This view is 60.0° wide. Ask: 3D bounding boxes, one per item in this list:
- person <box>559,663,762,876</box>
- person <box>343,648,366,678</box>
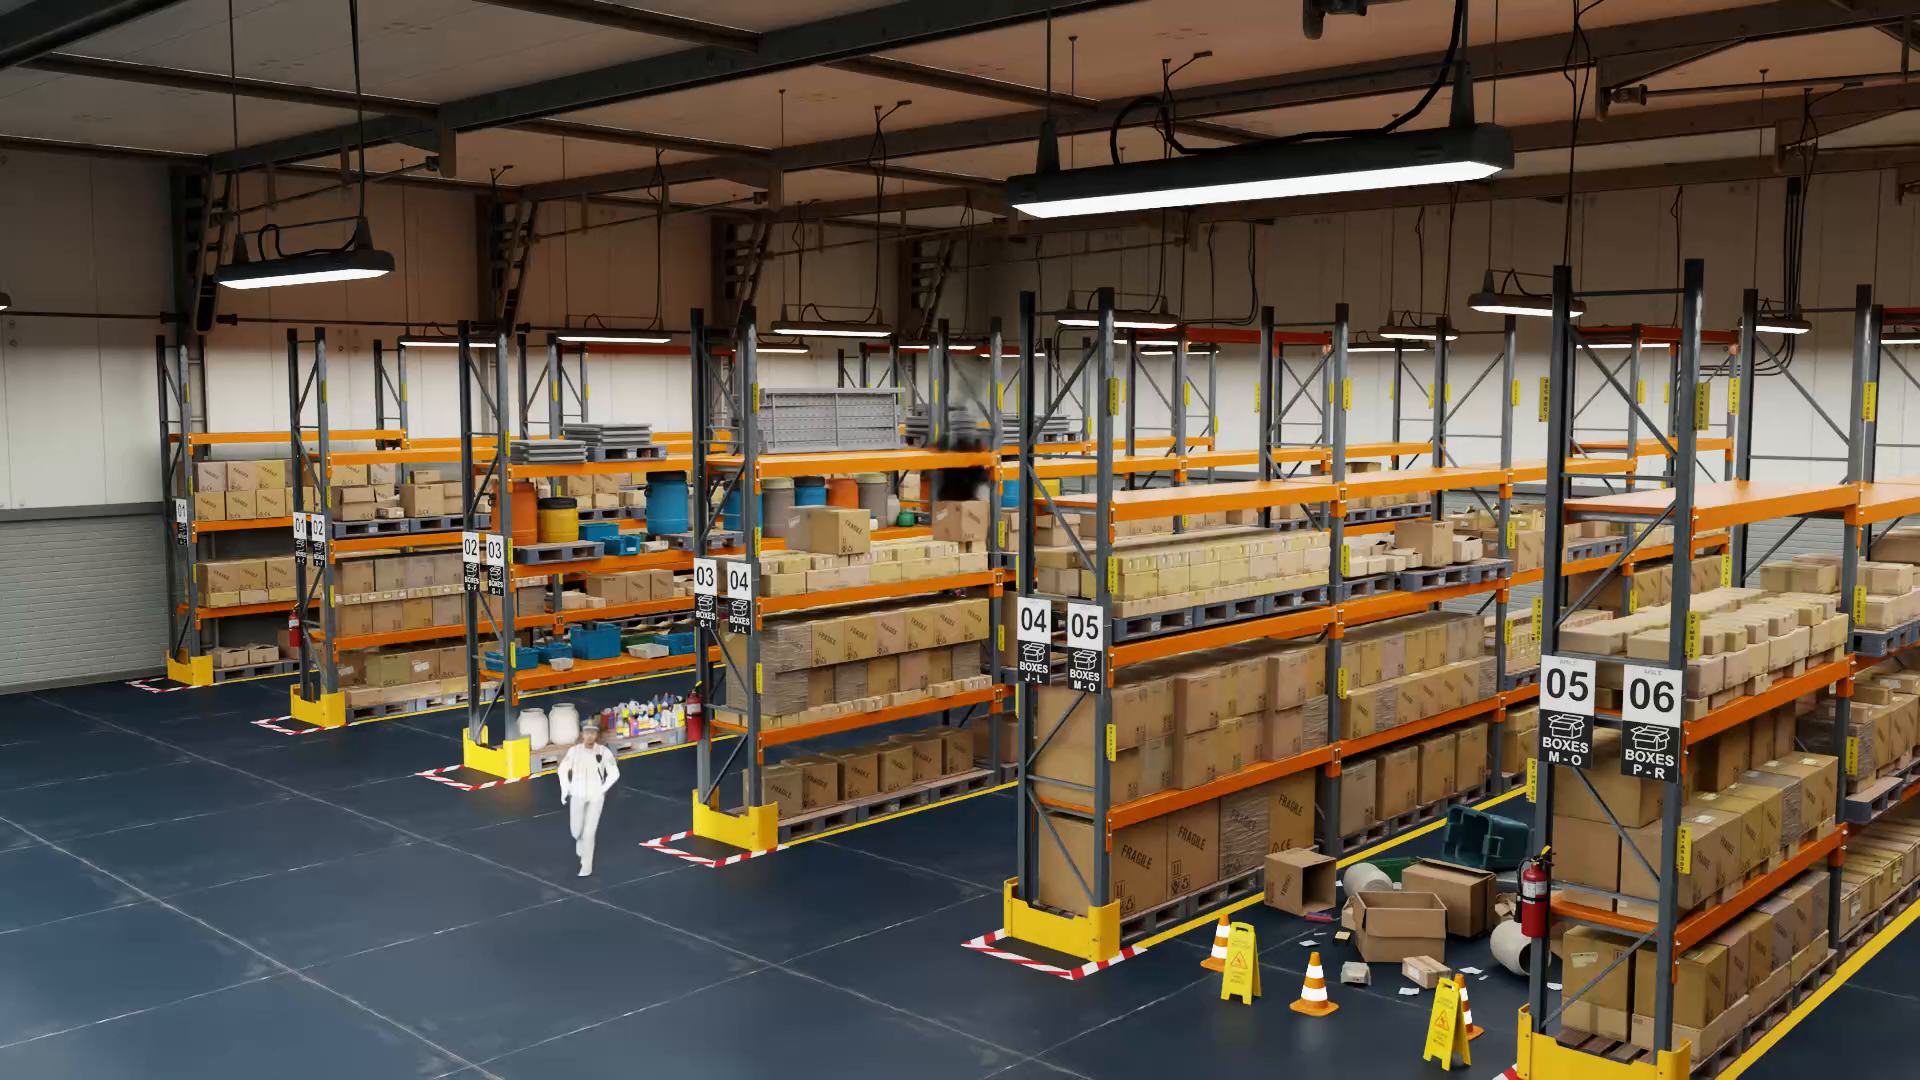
[{"bbox_3d":[-3.200,2.447,17.866,2.162,2.086,0.855,-1,5,-8],"label":"person"},{"bbox_3d":[-10.251,1.745,27.738,0.581,1.718,0.814,4,7,34],"label":"person"}]
